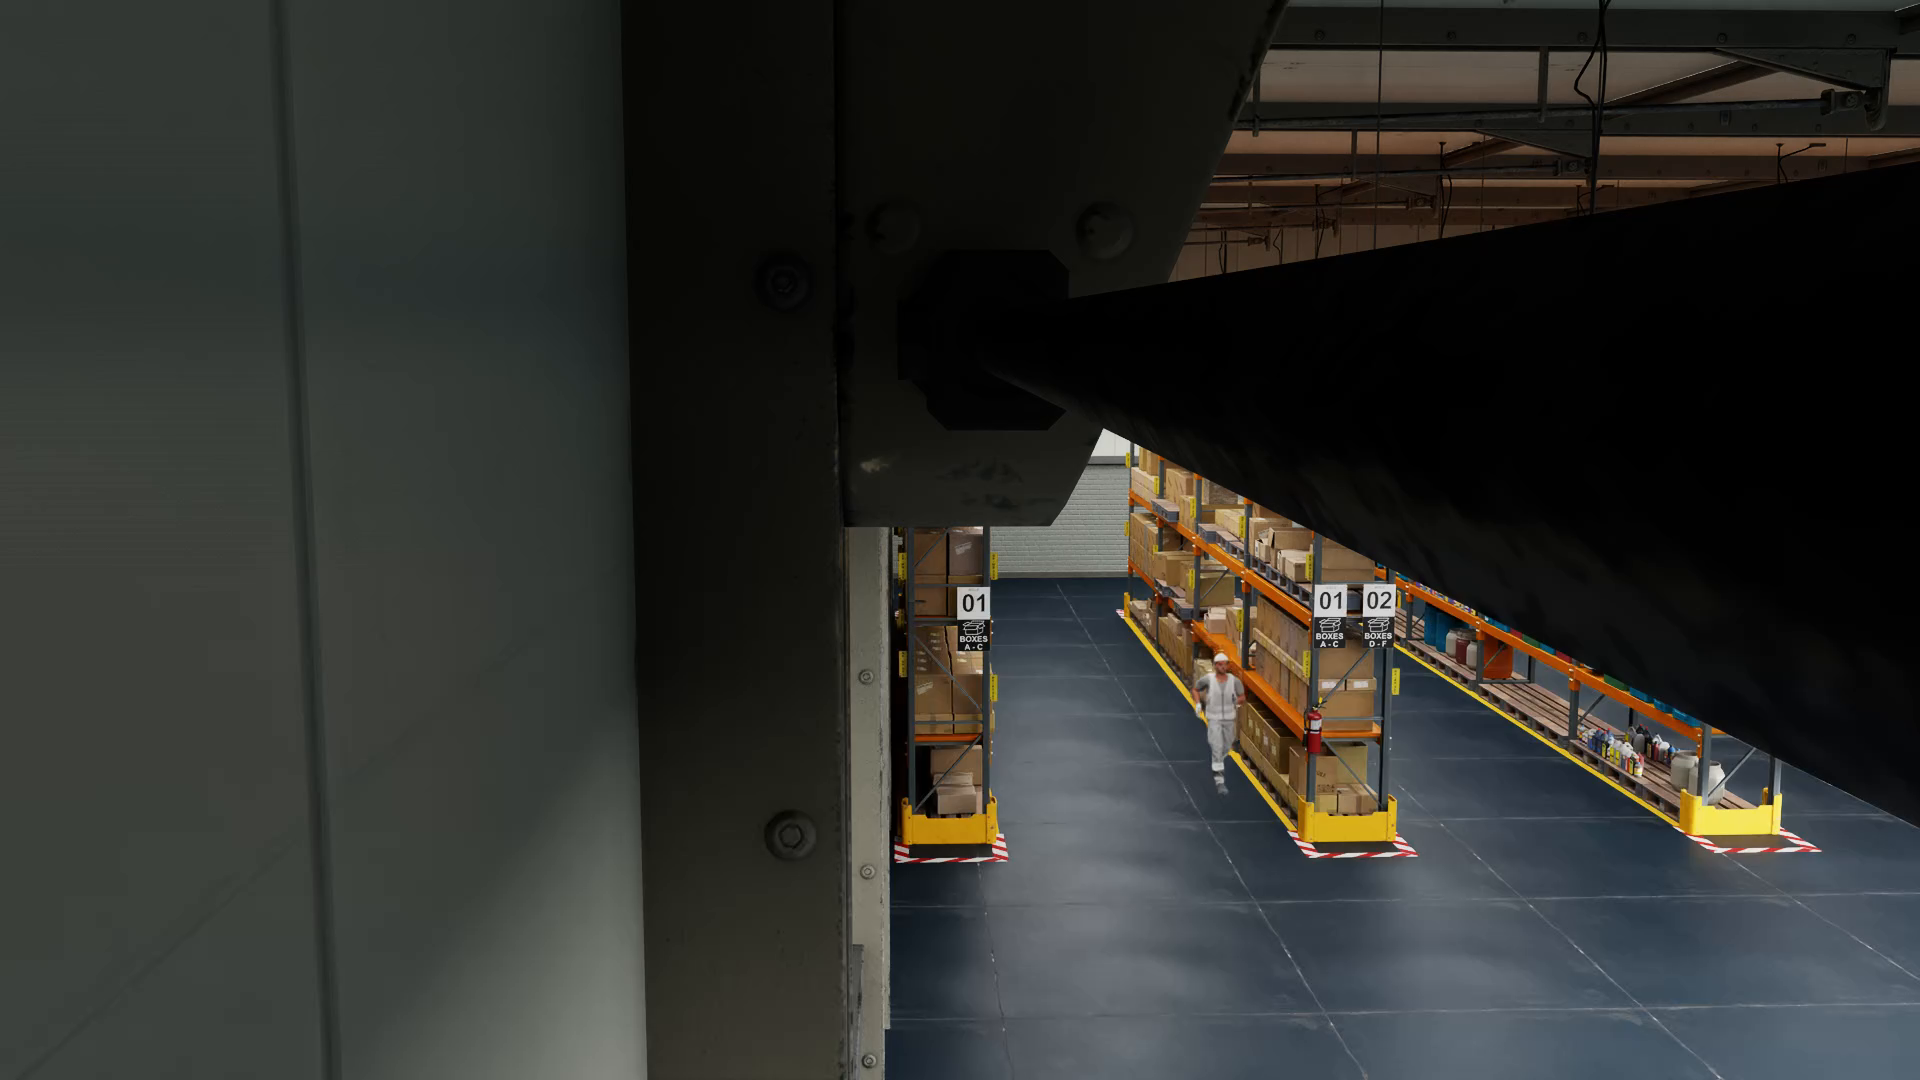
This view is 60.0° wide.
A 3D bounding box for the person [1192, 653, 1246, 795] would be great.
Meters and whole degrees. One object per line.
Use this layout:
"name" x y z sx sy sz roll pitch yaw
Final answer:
"person" 3.427 2.363 21.883 0.659 1.773 1.003 -1 7 -7
